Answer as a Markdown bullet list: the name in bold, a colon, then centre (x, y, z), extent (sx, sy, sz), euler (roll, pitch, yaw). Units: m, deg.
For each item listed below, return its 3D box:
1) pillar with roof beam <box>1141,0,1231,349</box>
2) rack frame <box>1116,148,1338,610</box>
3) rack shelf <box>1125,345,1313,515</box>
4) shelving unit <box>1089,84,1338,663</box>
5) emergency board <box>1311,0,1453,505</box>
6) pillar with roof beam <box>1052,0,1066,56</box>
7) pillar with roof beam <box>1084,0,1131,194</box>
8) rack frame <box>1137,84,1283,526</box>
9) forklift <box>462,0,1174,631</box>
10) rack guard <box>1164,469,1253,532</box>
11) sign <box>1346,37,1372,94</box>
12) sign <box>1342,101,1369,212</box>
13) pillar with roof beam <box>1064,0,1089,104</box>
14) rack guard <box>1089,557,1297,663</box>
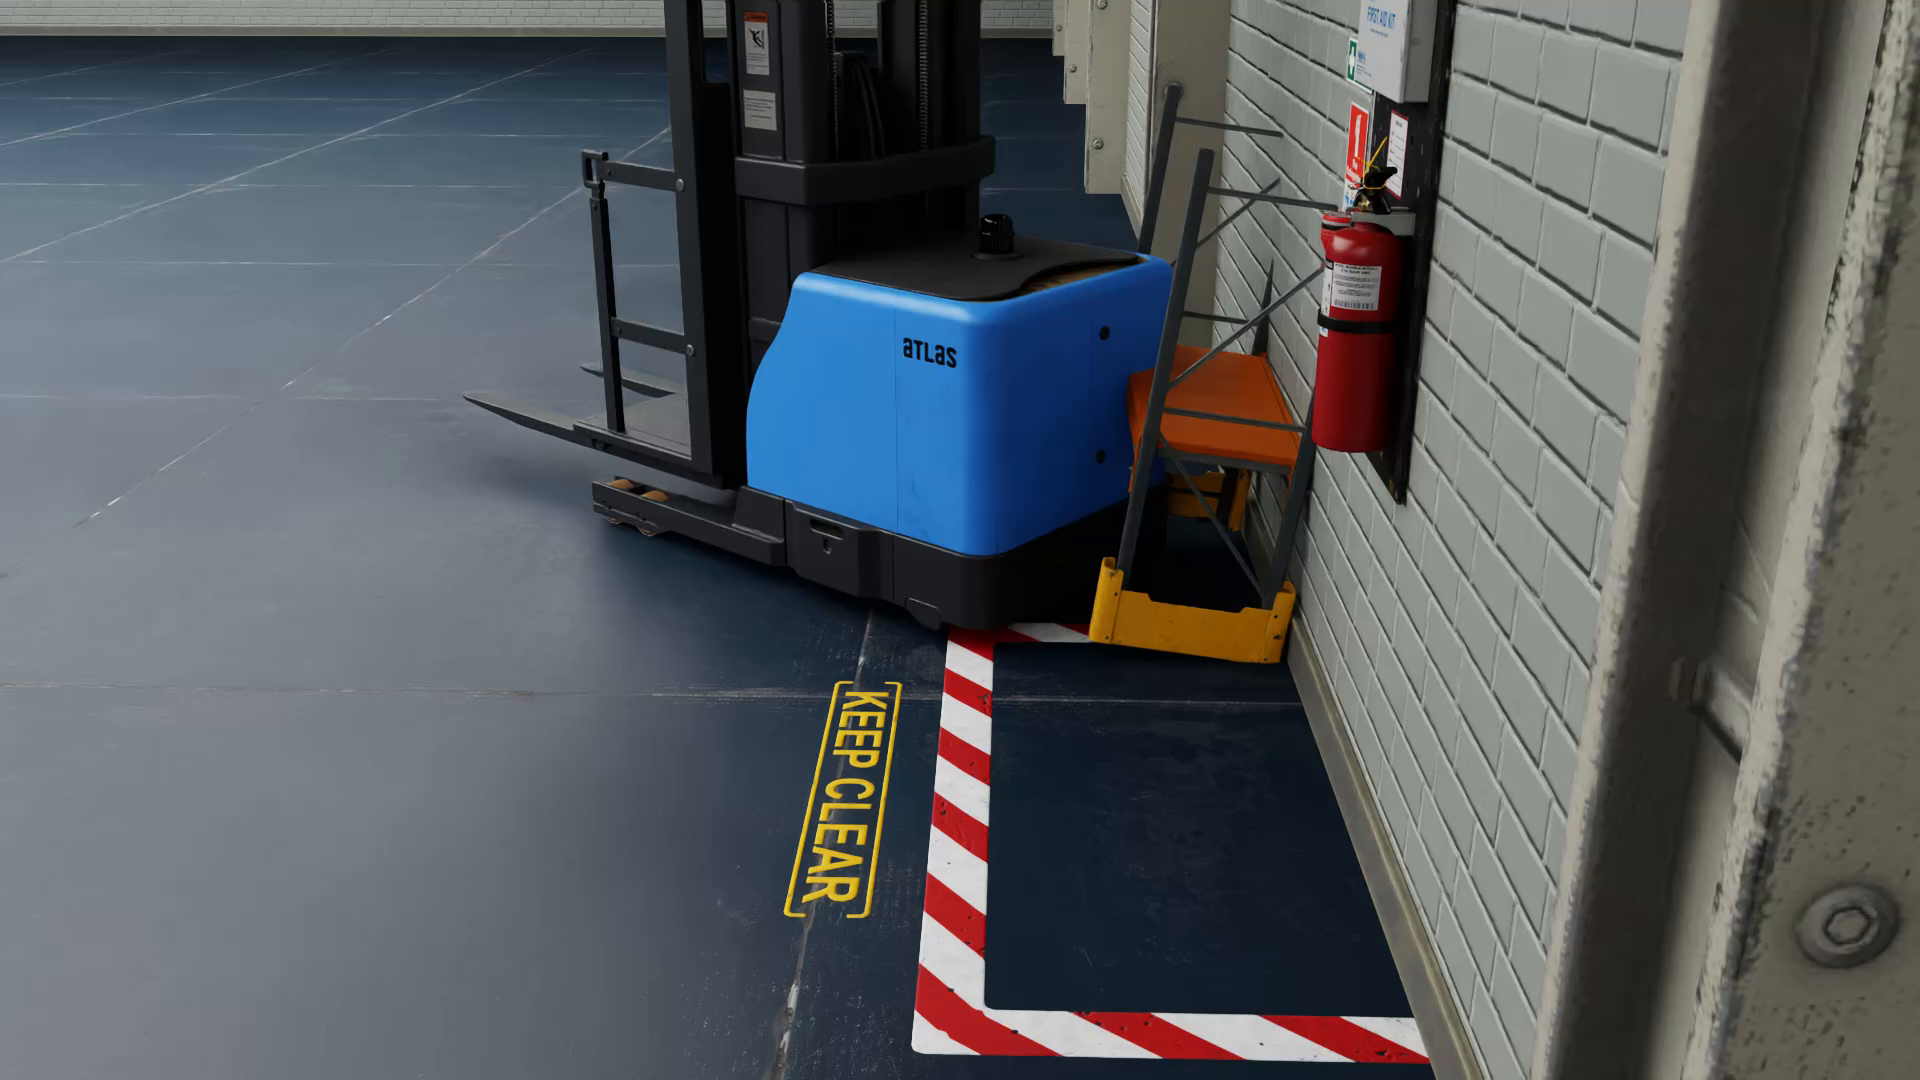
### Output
- **pillar with roof beam**: centre (-3.338, -4.855, 6.102), extent (9.100, 9.000, 0.400), euler (1, 21, 2)
- **rack frame**: centre (0.787, -0.343, 4.785), extent (0.500, 1.500, 0.032), euler (8, 25, -2)
- **rack shelf**: centre (0.779, -0.393, 5.322), extent (0.538, 0.185, 1.000), euler (8, 25, -2)
- **shelving unit**: centre (0.803, -0.551, 5.239), extent (0.587, 1.500, 1.083), euler (8, 25, -2)
- **emergency board**: centre (0.896, -0.735, 3.776), extent (0.194, 1.169, 0.643), euler (1, 21, 2)
- **pillar with roof beam**: centre (-2.790, -11.364, 22.876), extent (9.100, 9.000, 0.400), euler (1, 21, 2)
- **pillar with roof beam**: centre (-3.155, -7.025, 11.694), extent (9.100, 9.000, 0.400), euler (1, 21, 2)
- **rack frame**: centre (0.820, -0.767, 5.709), extent (0.500, 1.500, 0.032), euler (8, 25, -2)
- **forklift**: centre (-0.731, -1.506, 5.859), extent (3.031, 2.935, 1.130), euler (17, 27, 37)
- **rack guard**: centre (0.735, -0.197, 5.952), extent (0.587, 0.250, 0.087), euler (8, 25, -2)
- **sign**: centre (1.007, -1.196, 4.182), extent (0.001, 0.109, 0.331), euler (1, 21, 2)
- **sign**: centre (1.016, -0.950, 4.282), extent (0.001, 0.329, 0.234), euler (1, 21, 2)
- **pillar with roof beam**: centre (-2.973, -9.194, 17.285), extent (9.100, 9.000, 0.400), euler (1, 21, 2)
- **rack guard**: centre (0.702, 0.218, 5.047), extent (0.587, 0.250, 0.087), euler (8, 25, -2)
